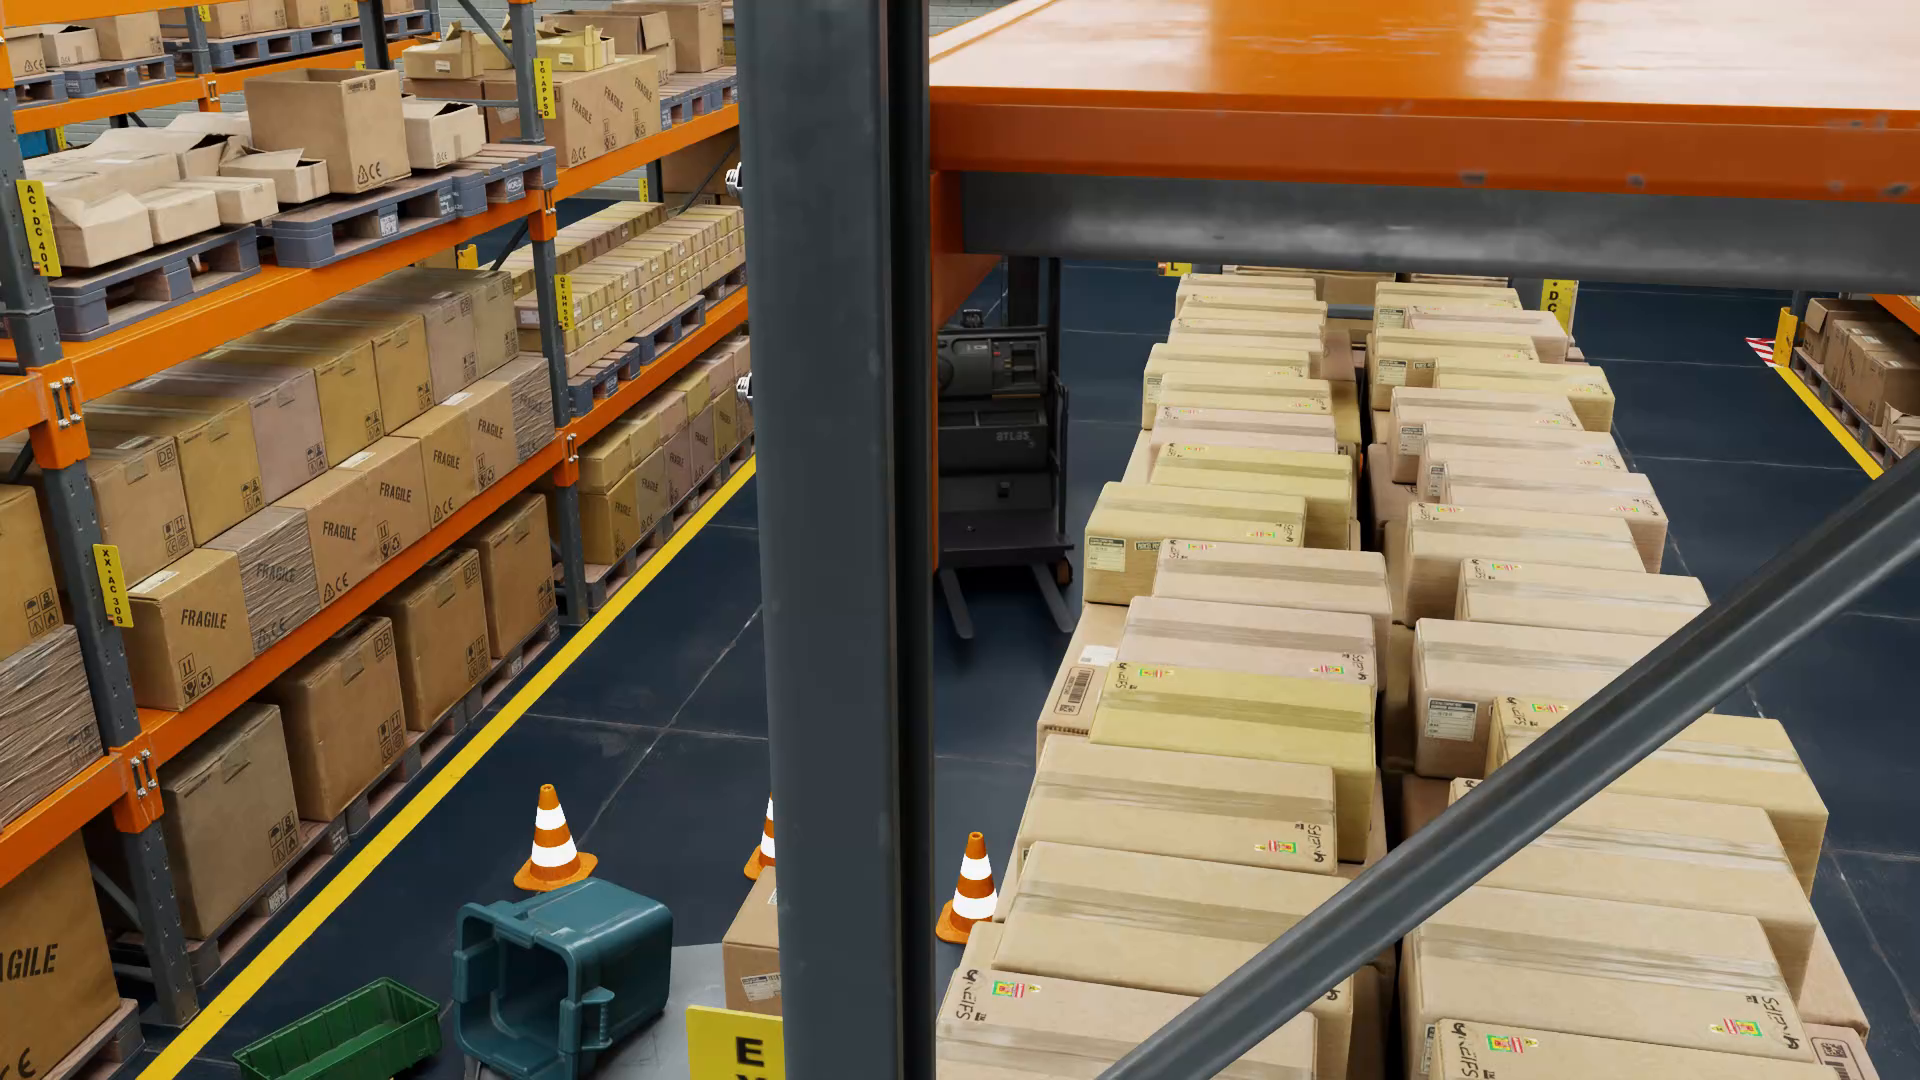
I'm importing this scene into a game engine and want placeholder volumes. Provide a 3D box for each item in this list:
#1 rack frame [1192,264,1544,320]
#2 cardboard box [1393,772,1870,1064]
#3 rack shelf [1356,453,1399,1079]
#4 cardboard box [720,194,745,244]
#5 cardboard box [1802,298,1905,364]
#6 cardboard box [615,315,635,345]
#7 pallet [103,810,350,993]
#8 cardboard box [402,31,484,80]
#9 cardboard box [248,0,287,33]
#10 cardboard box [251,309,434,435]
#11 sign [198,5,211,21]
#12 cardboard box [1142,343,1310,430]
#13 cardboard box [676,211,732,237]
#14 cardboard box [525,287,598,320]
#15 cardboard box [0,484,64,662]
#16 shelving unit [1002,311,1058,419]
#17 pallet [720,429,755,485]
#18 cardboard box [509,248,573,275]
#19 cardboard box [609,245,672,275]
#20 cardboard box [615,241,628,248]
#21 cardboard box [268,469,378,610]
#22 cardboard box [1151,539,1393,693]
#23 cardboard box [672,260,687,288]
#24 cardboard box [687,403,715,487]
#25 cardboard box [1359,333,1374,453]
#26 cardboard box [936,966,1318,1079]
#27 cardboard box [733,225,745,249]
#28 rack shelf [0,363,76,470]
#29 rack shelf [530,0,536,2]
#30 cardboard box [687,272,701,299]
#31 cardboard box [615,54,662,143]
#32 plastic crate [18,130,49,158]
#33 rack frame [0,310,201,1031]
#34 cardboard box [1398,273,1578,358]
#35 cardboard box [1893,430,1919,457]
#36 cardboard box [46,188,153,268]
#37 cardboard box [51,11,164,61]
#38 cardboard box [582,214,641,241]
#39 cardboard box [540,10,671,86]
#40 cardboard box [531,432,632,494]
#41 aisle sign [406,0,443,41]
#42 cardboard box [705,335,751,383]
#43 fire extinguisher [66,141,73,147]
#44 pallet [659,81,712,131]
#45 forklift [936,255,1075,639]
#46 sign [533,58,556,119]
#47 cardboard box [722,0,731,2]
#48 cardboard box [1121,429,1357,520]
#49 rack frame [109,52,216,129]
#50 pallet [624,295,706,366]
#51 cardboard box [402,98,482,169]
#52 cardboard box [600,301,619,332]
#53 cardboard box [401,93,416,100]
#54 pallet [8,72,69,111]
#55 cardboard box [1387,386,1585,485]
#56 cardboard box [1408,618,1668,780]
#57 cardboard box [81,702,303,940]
[{"bbox_3d":[1.191,-1.875,4.464,1.000,3.000,0.127,4,22,11],"label":"rack frame"},{"bbox_3d":[0.850,0.564,2.226,0.500,0.250,0.500,4,22,10],"label":"cardboard box"},{"bbox_3d":[0.783,0.581,3.343,1.077,0.370,4.000,4,22,11],"label":"rack shelf"},{"bbox_3d":[-1.696,-2.705,14.023,0.500,0.500,0.500,4,22,10],"label":"cardboard box"},{"bbox_3d":[8.282,-1.924,15.396,0.797,0.503,0.637,4,22,9],"label":"cardboard box"},{"bbox_3d":[-2.408,-1.418,11.133,0.380,0.149,0.250,5,23,13],"label":"cardboard box"},{"bbox_3d":[-3.592,1.573,7.666,1.003,0.211,1.213,4,22,11],"label":"pallet"},{"bbox_3d":[-3.031,-2.856,9.757,0.396,0.266,0.258,4,22,11],"label":"cardboard box"},{"bbox_3d":[-6.663,-4.940,15.259,0.700,0.500,0.500,6,23,14],"label":"cardboard box"},{"bbox_3d":[-3.165,-0.870,8.525,0.700,0.500,0.500,4,22,10],"label":"cardboard box"},{"bbox_3d":[-6.345,-4.513,13.916,0.100,0.325,0.005,4,22,11],"label":"sign"},{"bbox_3d":[0.640,-0.360,3.985,0.380,0.149,0.250,4,22,11],"label":"cardboard box"},{"bbox_3d":[-1.988,-2.453,12.907,0.380,0.149,0.250,4,22,9],"label":"cardboard box"},{"bbox_3d":[-2.523,-1.503,10.547,0.380,0.149,0.250,4,22,9],"label":"cardboard box"},{"bbox_3d":[-3.785,0.129,5.872,0.875,0.550,0.550,4,22,11],"label":"cardboard box"},{"bbox_3d":[0.337,-1.117,13.122,0.538,1.125,1.048,10,24,24],"label":"shelving unit"},{"bbox_3d":[-2.201,-0.780,13.509,1.003,0.211,1.213,4,22,11],"label":"pallet"},{"bbox_3d":[-2.942,-1.937,11.625,0.380,0.149,0.250,6,23,14],"label":"cardboard box"},{"bbox_3d":[-2.254,-1.976,11.722,0.380,0.149,0.250,4,22,10],"label":"cardboard box"},{"bbox_3d":[-2.730,-2.181,12.631,0.380,0.149,0.250,4,22,9],"label":"cardboard box"},{"bbox_3d":[-3.098,-0.018,7.750,0.500,0.500,0.500,4,22,11],"label":"cardboard box"},{"bbox_3d":[0.517,0.122,2.789,0.380,0.149,0.250,4,22,9],"label":"cardboard box"},{"bbox_3d":[-2.197,-1.932,12.011,0.380,0.149,0.250,5,22,11],"label":"cardboard box"},{"bbox_3d":[-2.162,-0.729,12.433,0.500,0.500,0.500,4,22,10],"label":"cardboard box"},{"bbox_3d":[1.364,-0.370,4.544,0.500,0.250,0.500,4,22,10],"label":"cardboard box"},{"bbox_3d":[0.154,0.579,1.653,0.380,0.149,0.250,5,22,11],"label":"cardboard box"},{"bbox_3d":[-1.931,-2.414,13.209,0.380,0.149,0.250,5,23,13],"label":"cardboard box"},{"bbox_3d":[-4.084,0.241,4.188,1.077,0.370,4.000,4,22,11],"label":"rack shelf"},{"bbox_3d":[-2.452,-3.891,10.967,1.077,0.370,4.000,4,22,11],"label":"rack shelf"},{"bbox_3d":[-2.138,-1.897,12.322,0.380,0.149,0.250,3,22,9],"label":"cardboard box"},{"bbox_3d":[-2.291,-2.889,10.862,0.500,0.500,0.500,4,22,11],"label":"cardboard box"},{"bbox_3d":[-10.796,-4.522,18.938,0.616,0.435,0.499,4,22,11],"label":"plastic crate"},{"bbox_3d":[-3.676,0.567,6.430,1.000,3.000,0.127,4,22,11],"label":"rack frame"},{"bbox_3d":[1.702,-0.792,5.429,0.500,0.250,0.500,4,22,9],"label":"cardboard box"},{"bbox_3d":[7.509,-0.740,12.929,0.380,0.149,0.250,4,22,9],"label":"cardboard box"},{"bbox_3d":[-3.308,-1.205,6.299,0.258,0.266,0.396,4,22,10],"label":"cardboard box"},{"bbox_3d":[-6.987,-4.193,13.539,0.700,0.500,0.500,5,22,12],"label":"cardboard box"},{"bbox_3d":[-2.680,-2.408,12.795,0.380,0.149,0.250,5,22,11],"label":"cardboard box"},{"bbox_3d":[-2.487,-3.438,11.659,0.797,0.503,0.637,4,22,10],"label":"cardboard box"},{"bbox_3d":[-2.482,-0.513,10.891,0.500,0.250,0.500,3,22,8],"label":"cardboard box"},{"bbox_3d":[-5.754,-5.446,17.881,0.394,0.787,0.004,4,22,11],"label":"aisle sign"},{"bbox_3d":[-1.948,-1.450,13.219,0.500,0.250,0.500,4,22,9],"label":"cardboard box"},{"bbox_3d":[-10.435,-4.426,19.430,0.296,0.674,0.183,4,22,11],"label":"fire extinguisher"},{"bbox_3d":[-2.482,-3.066,11.687,1.213,0.211,1.003,4,22,11],"label":"pallet"},{"bbox_3d":[0.147,-1.149,10.782,1.130,2.935,3.031,-3,22,-7],"label":"forklift"},{"bbox_3d":[-2.318,-2.518,9.278,0.100,0.325,0.005,4,22,11],"label":"sign"},{"bbox_3d":[-2.025,-4.510,14.018,0.380,0.149,0.250,5,23,13],"label":"cardboard box"},{"bbox_3d":[0.622,-0.041,3.727,0.500,0.250,0.500,5,22,11],"label":"cardboard box"},{"bbox_3d":[-6.878,-2.774,14.725,1.000,3.000,0.127,4,22,11],"label":"rack frame"},{"bbox_3d":[-2.496,-1.534,11.904,1.003,0.211,1.213,4,22,11],"label":"pallet"},{"bbox_3d":[-2.779,-2.082,8.416,0.500,0.311,0.500,4,22,11],"label":"cardboard box"},{"bbox_3d":[-2.460,-1.471,10.866,0.380,0.149,0.250,4,22,9],"label":"cardboard box"},{"bbox_3d":[-3.223,-2.239,8.806,0.500,0.311,0.500,4,22,11],"label":"cardboard box"},{"bbox_3d":[-7.390,-3.263,12.179,1.003,0.211,1.213,6,23,13],"label":"pallet"},{"bbox_3d":[1.142,-0.222,3.645,0.380,0.149,0.250,4,22,10],"label":"cardboard box"},{"bbox_3d":[0.875,0.247,2.478,0.380,0.149,0.250,4,22,11],"label":"cardboard box"},{"bbox_3d":[-3.637,1.182,7.353,1.050,0.750,0.750,4,22,11],"label":"cardboard box"}]
